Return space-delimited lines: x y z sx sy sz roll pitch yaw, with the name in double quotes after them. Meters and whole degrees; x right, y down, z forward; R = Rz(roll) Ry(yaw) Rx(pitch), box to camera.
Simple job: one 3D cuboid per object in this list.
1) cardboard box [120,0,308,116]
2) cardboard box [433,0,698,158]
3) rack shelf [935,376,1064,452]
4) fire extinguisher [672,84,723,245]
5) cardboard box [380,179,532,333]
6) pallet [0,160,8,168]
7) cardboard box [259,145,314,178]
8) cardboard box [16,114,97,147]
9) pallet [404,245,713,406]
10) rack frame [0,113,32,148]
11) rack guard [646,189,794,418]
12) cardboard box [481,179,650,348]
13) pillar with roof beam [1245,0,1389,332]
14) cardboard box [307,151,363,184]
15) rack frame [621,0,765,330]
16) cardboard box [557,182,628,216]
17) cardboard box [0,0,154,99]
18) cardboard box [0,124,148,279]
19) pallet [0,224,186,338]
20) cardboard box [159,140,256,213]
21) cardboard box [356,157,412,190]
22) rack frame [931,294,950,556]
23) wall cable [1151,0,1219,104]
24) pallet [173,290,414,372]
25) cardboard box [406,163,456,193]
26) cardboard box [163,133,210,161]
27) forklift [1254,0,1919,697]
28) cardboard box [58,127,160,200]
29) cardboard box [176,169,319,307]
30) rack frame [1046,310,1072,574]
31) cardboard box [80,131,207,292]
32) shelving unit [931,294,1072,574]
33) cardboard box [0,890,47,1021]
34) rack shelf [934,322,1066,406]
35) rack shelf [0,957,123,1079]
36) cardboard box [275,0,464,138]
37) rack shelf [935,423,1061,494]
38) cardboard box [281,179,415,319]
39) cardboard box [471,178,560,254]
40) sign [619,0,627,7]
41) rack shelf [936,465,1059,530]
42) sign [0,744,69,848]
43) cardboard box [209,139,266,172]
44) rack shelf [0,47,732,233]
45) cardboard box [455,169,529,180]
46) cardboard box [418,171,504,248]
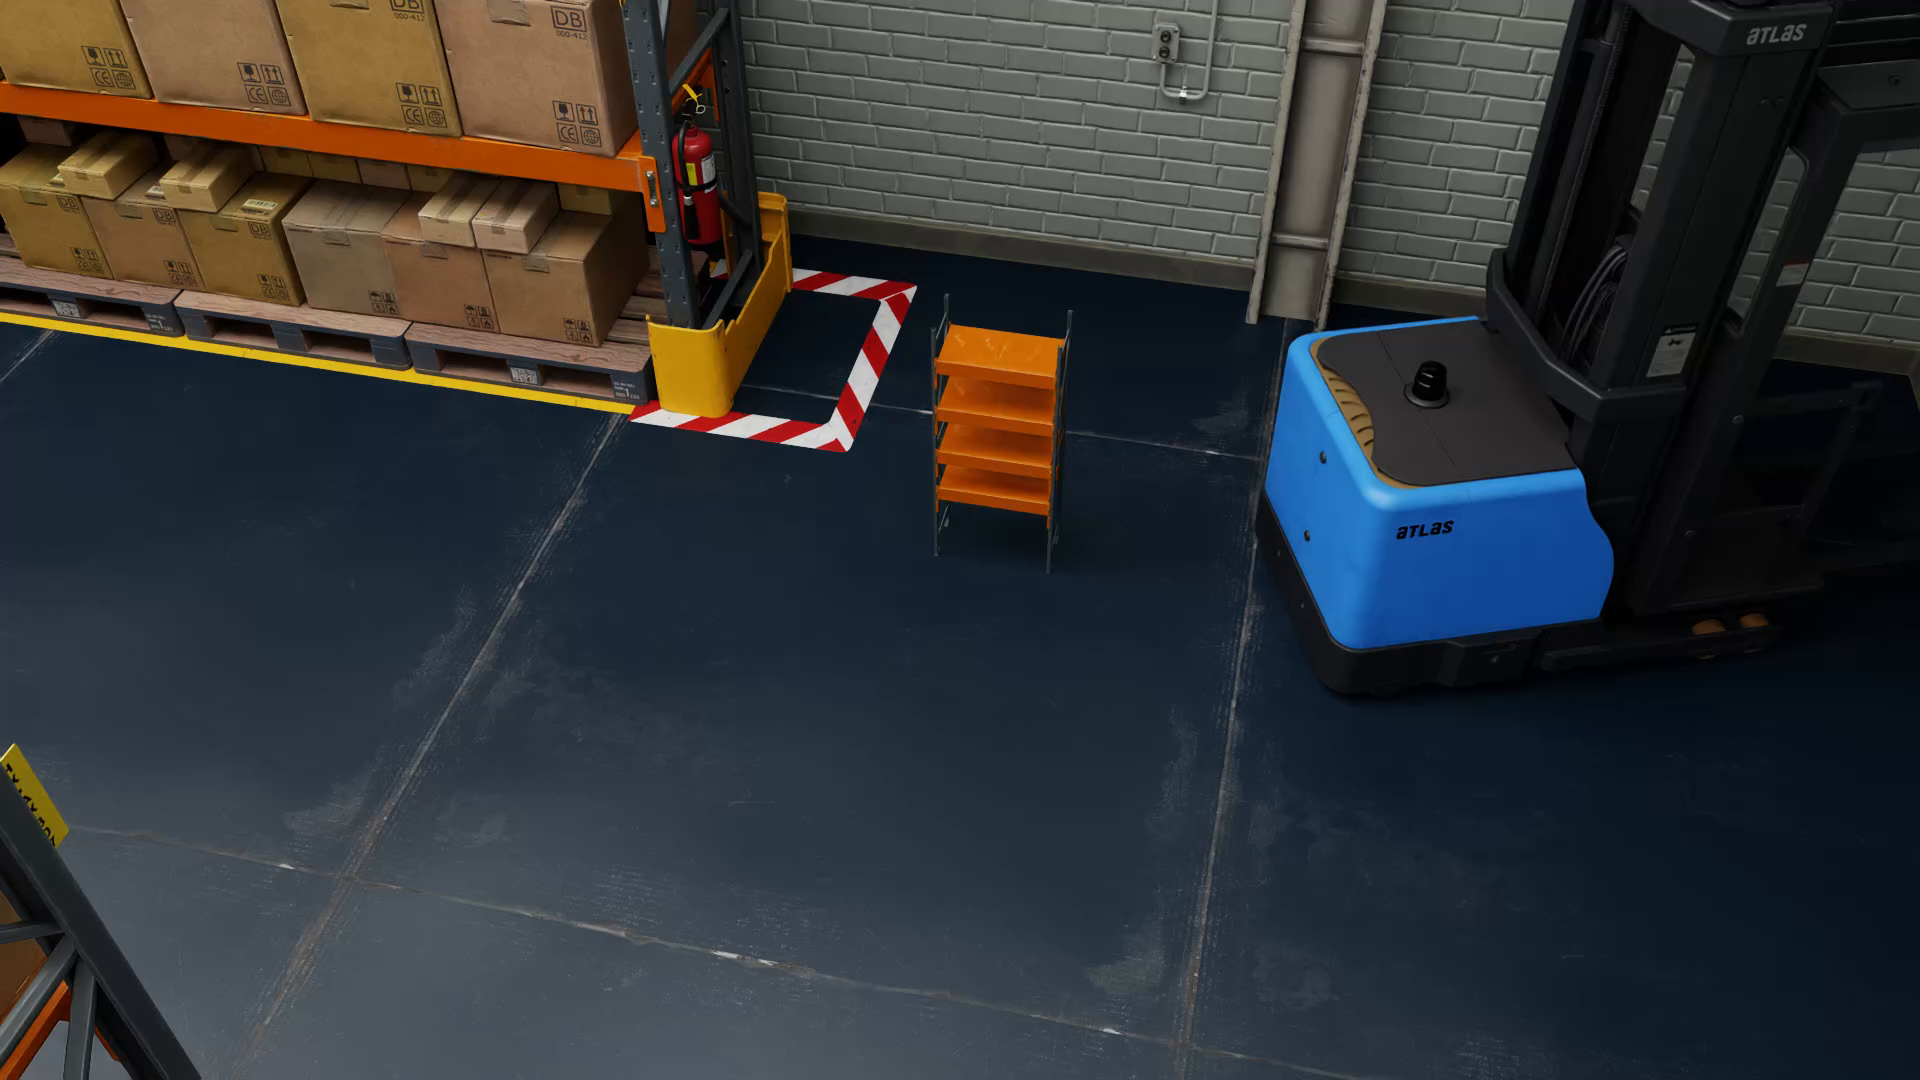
-3.118 -2.472 7.399 0.700 0.700 0.980 7 44 7 "cardboard box"
-1.664 -2.247 7.166 0.700 0.700 0.980 11 45 11 "cardboard box"
0.162 -0.520 6.659 0.480 0.148 0.258 9 45 9 "rack shelf"
-1.118 -1.572 7.004 0.183 0.674 0.296 9 45 9 "fire extinguisher"
-2.357 -1.434 8.036 0.500 0.500 0.700 9 45 9 "cardboard box"
-5.837 -1.736 8.861 1.213 0.211 1.003 9 45 9 "pallet"
-3.188 -1.937 8.092 0.250 0.149 0.380 8 44 8 "cardboard box"
-4.458 -2.133 8.295 0.250 0.149 0.380 9 45 9 "cardboard box"
-1.961 -1.132 8.234 1.213 0.211 1.003 9 45 9 "pallet"
-5.068 -2.675 7.826 0.127 3.000 1.000 9 45 9 "rack frame"
-1.141 -1.165 8.060 0.348 0.500 1.175 9 45 9 "rack guard"
-1.869 -1.358 7.958 0.500 0.500 0.700 9 45 9 "cardboard box"
0.720 -1.493 2.273 0.400 9.000 9.100 9 45 9 "pillar with roof beam"
-2.941 -1.899 8.052 0.250 0.149 0.380 9 45 9 "cardboard box"
-1.164 -2.069 7.196 0.127 3.000 1.000 9 45 9 "rack frame"
-1.703 -1.708 7.854 0.250 0.149 0.380 9 45 9 "cardboard box"
-3.831 -2.575 7.506 0.700 0.700 0.980 8 44 8 "cardboard box"
-4.360 -1.743 8.357 0.500 0.500 0.700 9 45 10 "cardboard box"
-4.343 -1.502 8.618 1.213 0.211 1.003 9 45 9 "pallet"
-3.556 -1.722 7.868 0.250 0.149 0.380 8 44 8 "cardboard box"
-2.690 -1.860 8.012 0.250 0.149 0.380 9 45 10 "cardboard box"
-0.077 -0.444 6.806 0.015 1.200 0.240 9 45 9 "rack frame"
0.292 -2.881 7.308 1.851 1.984 0.084 9 45 9 "wall cable"
-3.148 -1.319 8.428 1.213 0.211 1.003 9 45 9 "pallet"
-2.442 -1.822 7.972 0.250 0.149 0.380 9 45 9 "cardboard box"
-3.686 -2.015 8.172 0.250 0.149 0.380 8 44 8 "cardboard box"
2.833 -0.933 6.065 3.031 2.935 1.130 -7 44 -7 "forklift"
-4.066 -1.801 7.950 0.250 0.149 0.380 10 45 10 "cardboard box"
-3.370 -1.585 8.194 0.500 0.500 0.700 10 45 10 "cardboard box"
0.400 -0.370 6.730 0.015 1.200 0.240 9 45 9 "rack frame"
-3.871 -1.664 8.276 0.500 0.500 0.700 8 45 9 "cardboard box"
0.162 -0.407 6.768 0.503 1.200 0.258 9 45 9 "shelving unit"
-2.618 1.002 3.934 0.500 0.500 0.500 10 45 10 "cardboard box"
0.162 -0.690 6.495 0.480 0.148 0.258 9 45 9 "rack shelf"
-4.194 1.240 4.277 4.000 0.370 1.077 9 45 9 "rack shelf"
-2.376 -2.350 7.272 0.700 0.700 0.980 8 45 9 "cardboard box"
0.162 -0.359 6.815 0.480 0.148 0.258 9 45 9 "rack shelf"
-2.848 -1.509 8.115 0.500 0.500 0.700 7 44 8 "cardboard box"
-2.034 -1.488 7.625 0.250 0.149 0.380 8 45 9 "cardboard box"
-1.296 -2.206 6.333 0.005 0.325 0.100 9 45 9 "sign"
0.162 -0.216 6.952 0.480 0.148 0.258 9 45 9 "rack shelf"
-2.124 0.605 3.794 0.005 0.325 0.100 9 45 9 "sign"
-3.440 -1.976 8.132 0.250 0.149 0.380 9 45 9 "cardboard box"
-3.116 -2.113 7.761 4.000 0.370 1.077 9 45 9 "rack shelf"
-2.198 -1.784 7.933 0.250 0.149 0.380 9 45 9 "cardboard box"
-2.284 -1.526 7.664 0.250 0.149 0.380 10 45 10 "cardboard box"
